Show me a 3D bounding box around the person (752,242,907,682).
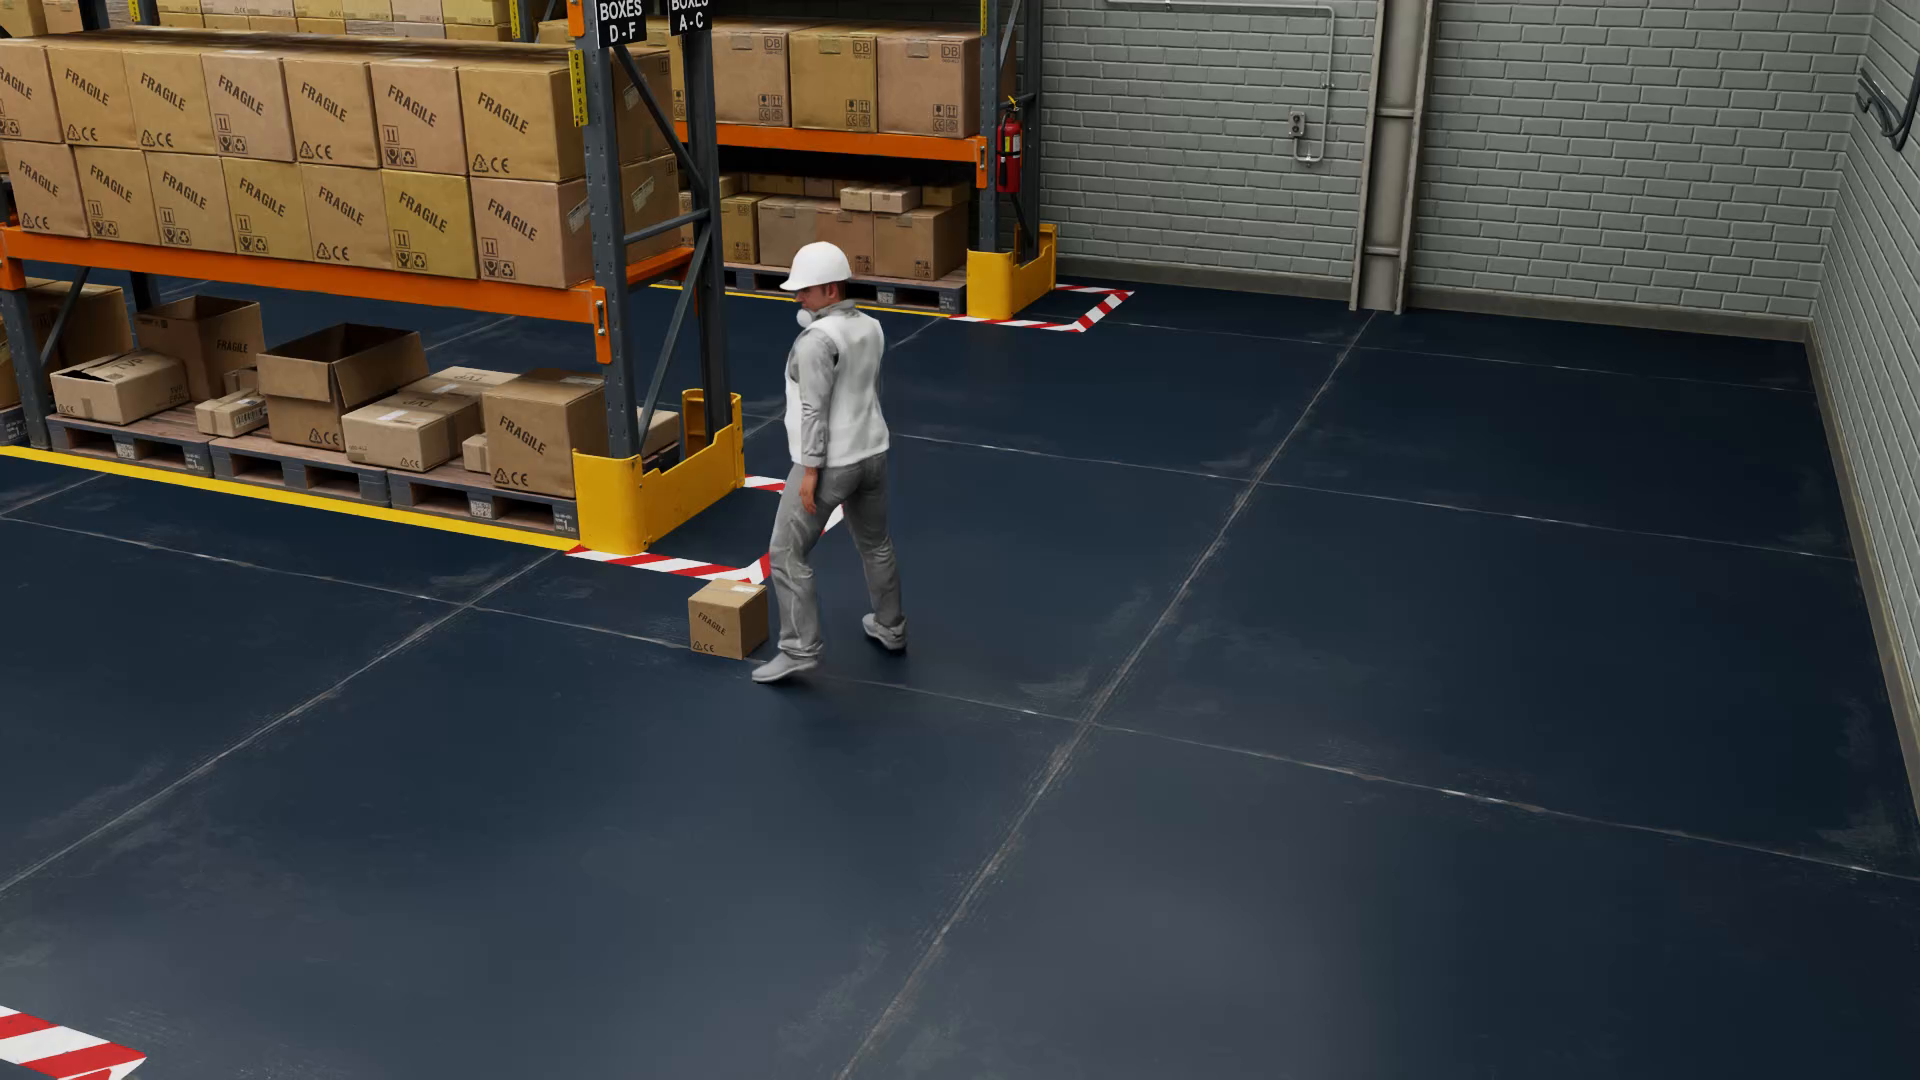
[{"bbox_3d":[-0.530,-0.306,6.803,0.430,1.792,0.729,15,27,33],"label":"person"}]
